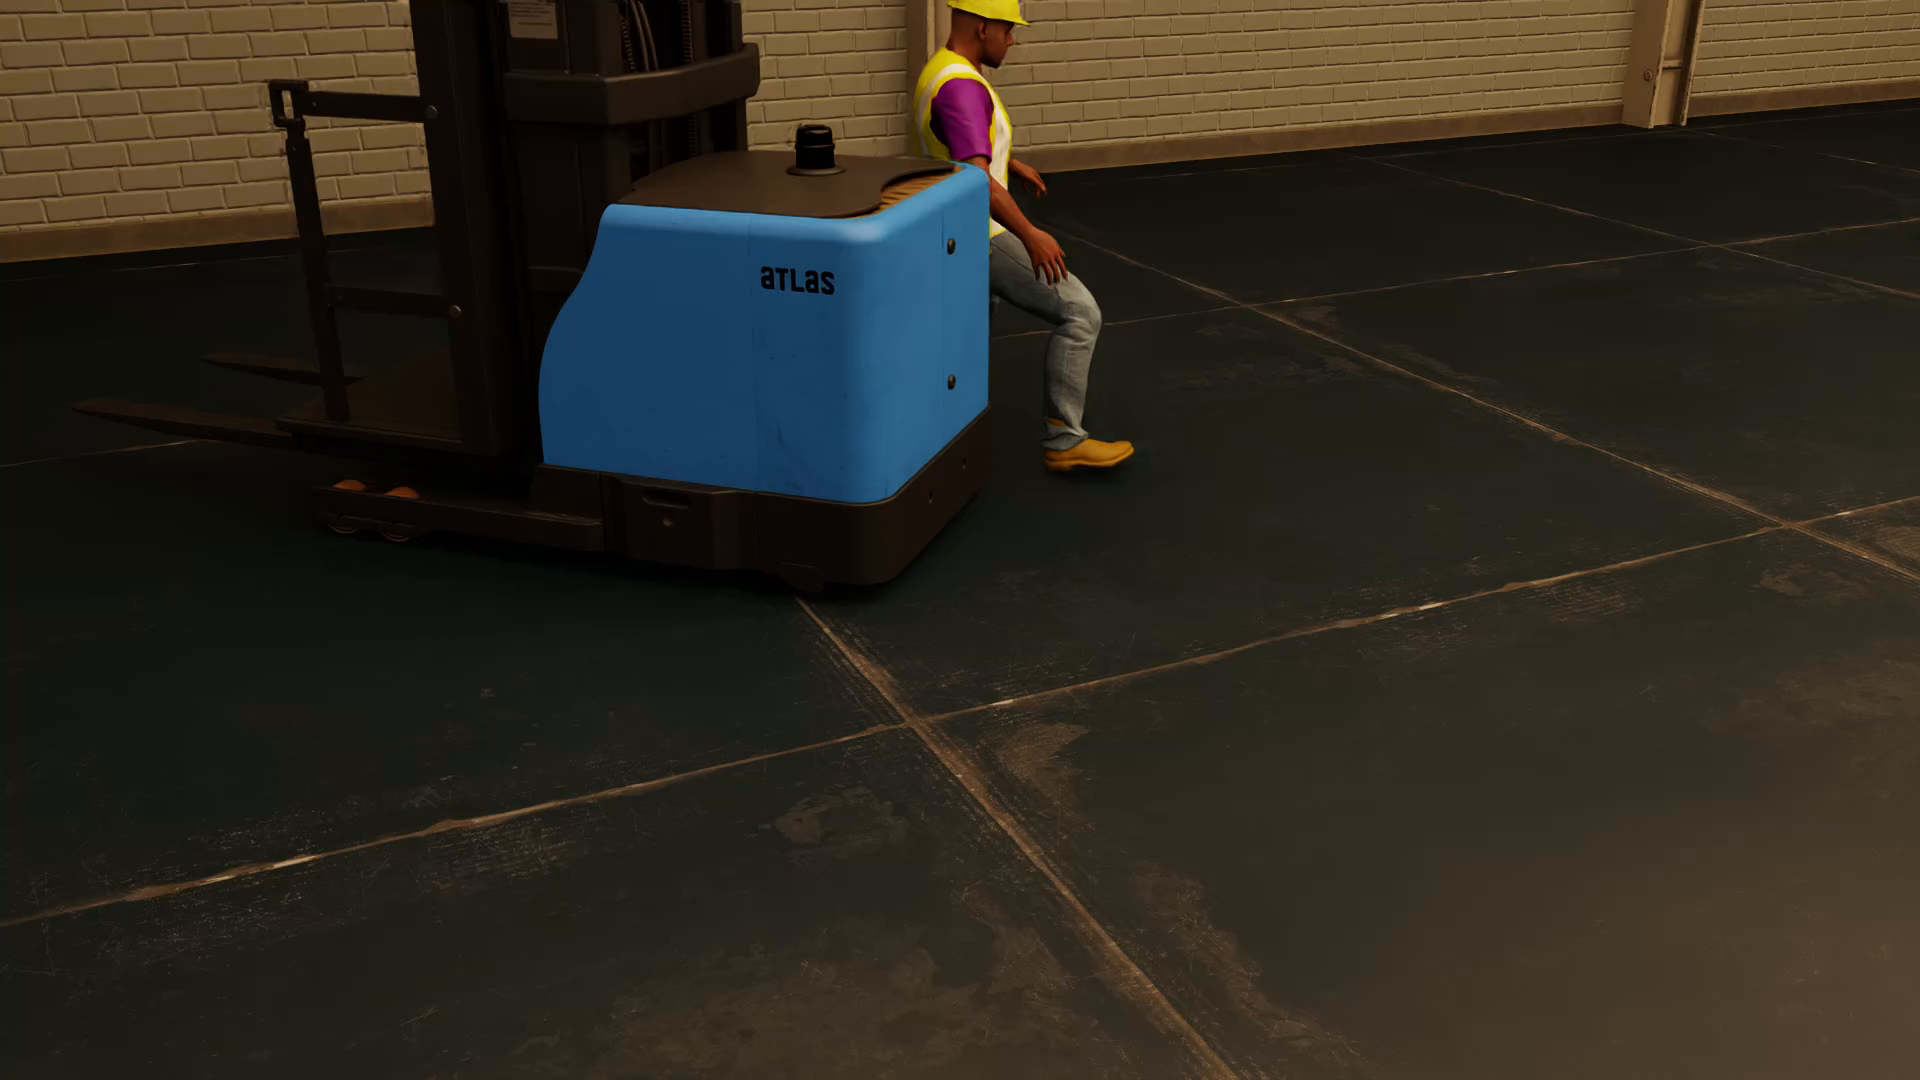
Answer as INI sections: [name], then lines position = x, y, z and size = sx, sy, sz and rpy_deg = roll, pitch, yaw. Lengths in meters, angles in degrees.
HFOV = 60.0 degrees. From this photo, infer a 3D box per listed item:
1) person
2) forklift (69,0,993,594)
[person]
position = 0.114, -1.093, 5.720
size = 0.852, 1.640, 1.010
rpy_deg = -3, 23, -6
[forklift]
position = -1.469, -1.529, 4.967
size = 3.031, 2.935, 1.130
rpy_deg = 8, 24, 18
